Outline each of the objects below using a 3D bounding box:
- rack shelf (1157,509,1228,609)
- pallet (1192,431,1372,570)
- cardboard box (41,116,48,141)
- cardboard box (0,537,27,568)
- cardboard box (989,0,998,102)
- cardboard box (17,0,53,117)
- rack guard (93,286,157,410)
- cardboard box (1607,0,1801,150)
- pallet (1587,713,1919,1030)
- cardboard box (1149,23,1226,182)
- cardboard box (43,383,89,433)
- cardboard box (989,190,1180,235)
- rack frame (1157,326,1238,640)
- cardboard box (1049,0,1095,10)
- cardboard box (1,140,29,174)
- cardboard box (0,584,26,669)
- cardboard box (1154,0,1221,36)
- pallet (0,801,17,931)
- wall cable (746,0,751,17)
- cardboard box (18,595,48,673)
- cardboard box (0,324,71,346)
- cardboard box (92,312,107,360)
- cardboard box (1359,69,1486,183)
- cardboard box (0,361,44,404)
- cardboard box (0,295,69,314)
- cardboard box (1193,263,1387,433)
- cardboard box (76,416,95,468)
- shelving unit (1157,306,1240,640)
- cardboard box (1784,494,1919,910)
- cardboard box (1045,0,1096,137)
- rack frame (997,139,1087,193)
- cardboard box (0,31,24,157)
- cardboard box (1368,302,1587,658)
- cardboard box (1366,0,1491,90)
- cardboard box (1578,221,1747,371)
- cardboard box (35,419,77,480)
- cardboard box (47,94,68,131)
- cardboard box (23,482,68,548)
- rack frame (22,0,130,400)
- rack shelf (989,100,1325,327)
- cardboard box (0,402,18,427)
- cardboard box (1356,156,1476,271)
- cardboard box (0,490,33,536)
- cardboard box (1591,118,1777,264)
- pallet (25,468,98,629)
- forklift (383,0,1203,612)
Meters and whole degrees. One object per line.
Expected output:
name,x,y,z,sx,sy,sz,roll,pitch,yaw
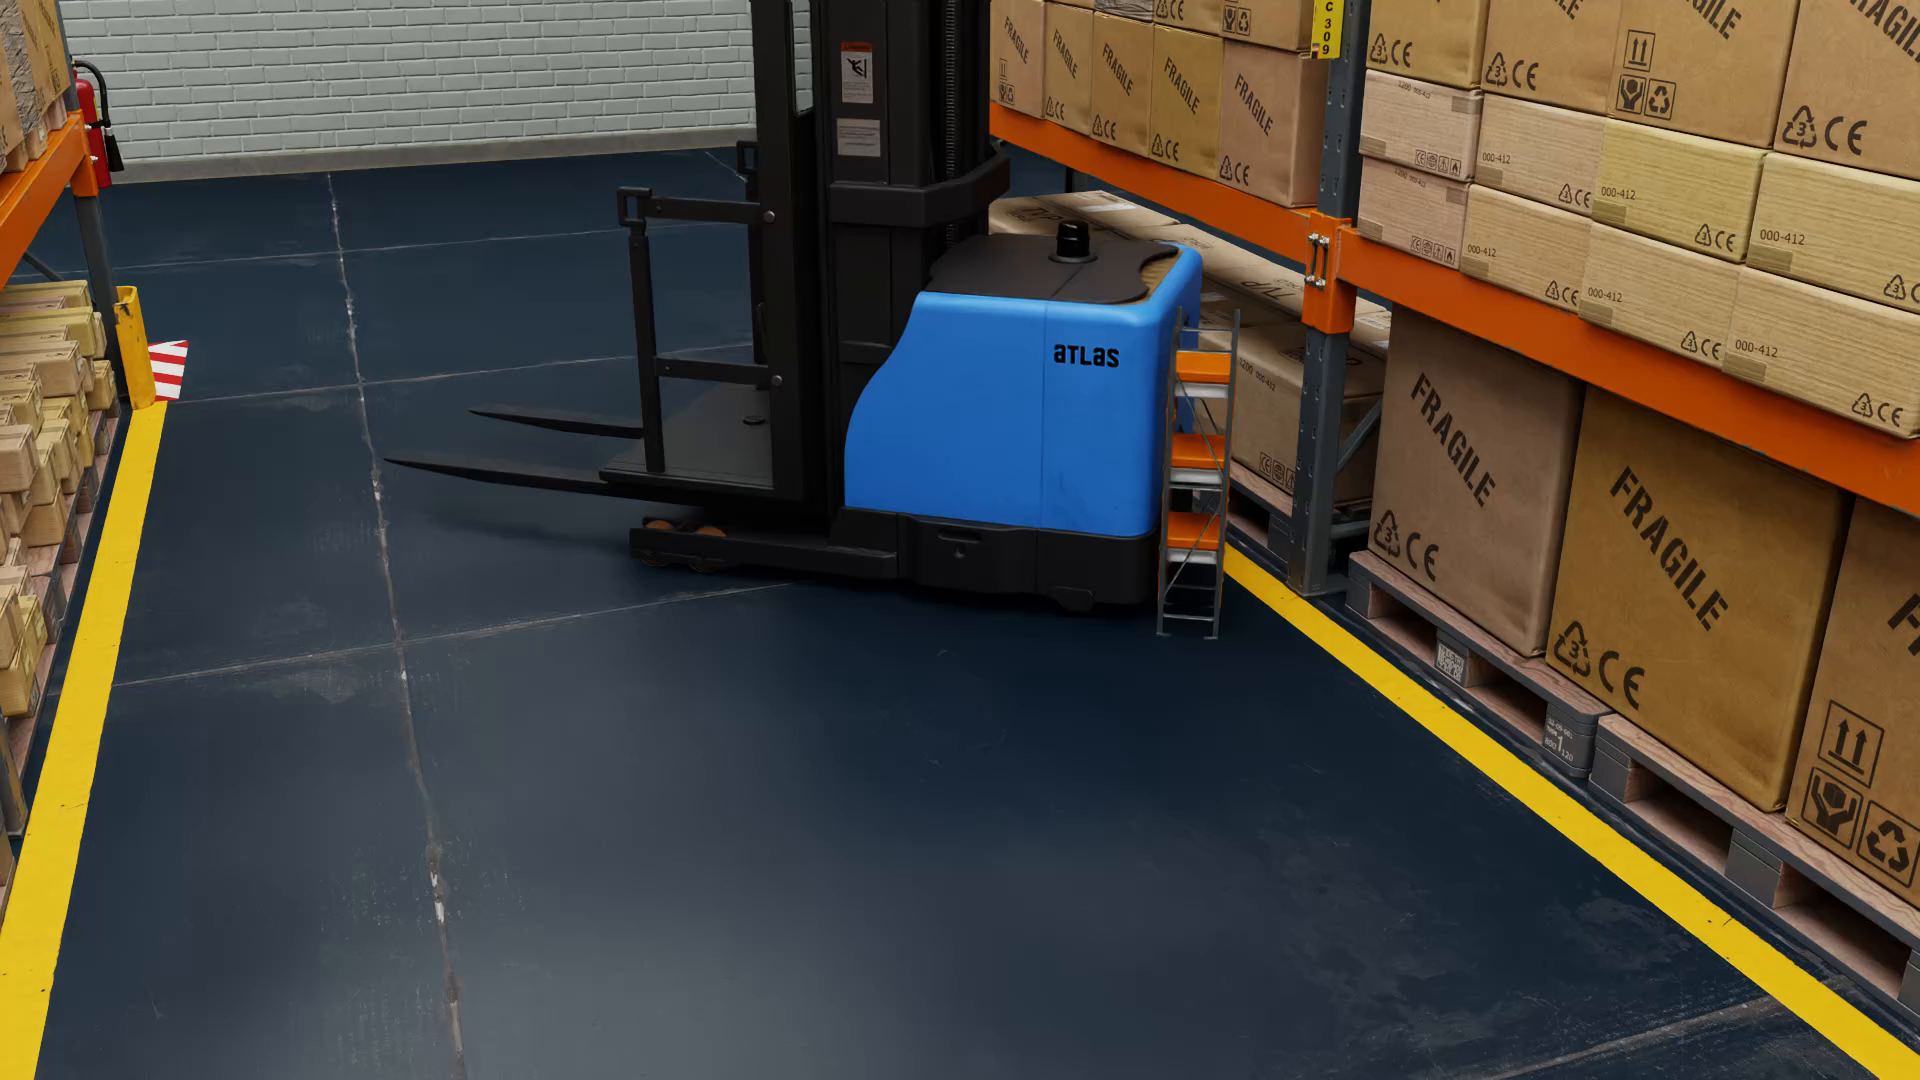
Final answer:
rack shelf,0.772,0.056,5.509,0.215,0.259,0.240,4,23,9
pallet,1.439,-0.268,6.613,1.003,0.211,1.213,-8,24,-19
cardboard box,-3.838,-1.623,6.562,0.380,0.149,0.250,-9,24,-20
cardboard box,-3.155,0.129,5.212,0.380,0.149,0.250,-9,24,-20
cardboard box,0.327,-2.371,7.885,0.500,0.500,0.500,-9,24,-20
cardboard box,-3.797,-1.870,6.314,0.500,0.500,0.500,-9,24,-20
rack guard,-4.347,-0.824,7.560,1.175,0.500,0.348,-8,24,-19
cardboard box,1.902,-1.209,3.841,0.500,0.500,0.500,-9,24,-20
pallet,2.413,0.734,4.238,1.003,0.211,1.213,-8,24,-19
cardboard box,1.045,-1.631,6.129,0.500,0.500,0.500,-9,24,-20
cardboard box,-3.540,-0.492,6.303,0.380,0.149,0.250,-8,24,-18
cardboard box,0.548,-1.506,8.718,0.875,0.438,0.875,-9,25,-21
rack frame,0.750,-0.164,5.287,0.200,1.050,0.008,4,23,9
cardboard box,0.680,-2.458,6.804,0.500,0.500,0.500,-8,24,-19
cardboard box,-3.661,-1.434,6.113,0.380,0.149,0.250,-9,25,-21
cardboard box,-2.789,0.258,4.523,0.380,0.149,0.250,-7,24,-17
cardboard box,1.038,-2.091,5.934,0.500,0.500,0.500,-9,24,-20
pallet,-2.684,1.018,3.563,1.003,0.211,1.213,-8,24,-19
wall cable,-1.792,-5.247,13.489,0.585,1.953,0.123,-8,24,-19
cardboard box,-2.882,0.298,4.812,0.380,0.149,0.250,-8,24,-17
cardboard box,-3.672,-0.721,6.462,0.380,0.149,0.250,-9,25,-21
cardboard box,-3.920,-0.867,7.193,0.380,0.149,0.250,-9,24,-20
cardboard box,1.526,-1.228,4.851,0.500,0.250,0.500,-9,24,-21
cardboard box,-3.535,-0.520,5.985,0.380,0.149,0.250,-9,25,-21
cardboard box,-3.914,-0.900,6.888,0.380,0.149,0.250,-8,24,-18
cardboard box,1.197,-0.846,7.154,0.875,0.438,0.875,-9,25,-21
cardboard box,-3.546,-0.361,6.374,0.380,0.149,0.250,-9,25,-21
shelving unit,0.772,-0.210,5.397,0.215,1.050,0.252,4,23,9
cardboard box,2.570,0.386,3.666,0.875,0.875,0.875,-8,24,-18
cardboard box,0.683,-2.004,7.014,0.500,0.500,0.500,-8,24,-17
rack frame,0.222,-2.719,8.839,1.000,3.000,0.127,-8,24,-19
cardboard box,-3.442,-1.505,5.447,0.500,0.500,0.500,-7,24,-16
cardboard box,1.929,-0.266,5.213,0.875,0.875,0.875,-8,24,-17
cardboard box,1.521,-1.573,4.704,0.500,0.500,0.500,-8,24,-18
cardboard box,1.894,-0.624,4.062,0.500,0.250,0.500,-9,24,-19
cardboard box,-3.343,-0.300,5.847,0.380,0.149,0.250,-8,24,-18
cardboard box,-3.994,-1.808,7.000,0.380,0.149,0.250,-8,24,-19
cardboard box,-3.285,-0.072,5.688,0.380,0.149,0.250,-9,24,-20
rack frame,-4.373,-2.003,7.140,1.000,3.000,0.127,-8,24,-19
rack shelf,0.928,-1.661,7.254,1.077,0.370,4.000,-8,24,-19
cardboard box,-3.366,-0.333,5.543,0.380,0.149,0.250,-9,25,-21
cardboard box,1.543,-1.000,4.954,0.500,0.250,0.500,-9,24,-20
cardboard box,-3.250,-0.107,5.389,0.380,0.149,0.250,-7,24,-17
cardboard box,1.890,-0.856,3.967,0.500,0.250,0.500,-8,24,-18
pallet,-3.666,0.052,5.854,1.003,0.211,1.213,-8,24,-19
forklift,-0.685,-1.419,5.843,3.031,2.935,1.130,7,24,15
